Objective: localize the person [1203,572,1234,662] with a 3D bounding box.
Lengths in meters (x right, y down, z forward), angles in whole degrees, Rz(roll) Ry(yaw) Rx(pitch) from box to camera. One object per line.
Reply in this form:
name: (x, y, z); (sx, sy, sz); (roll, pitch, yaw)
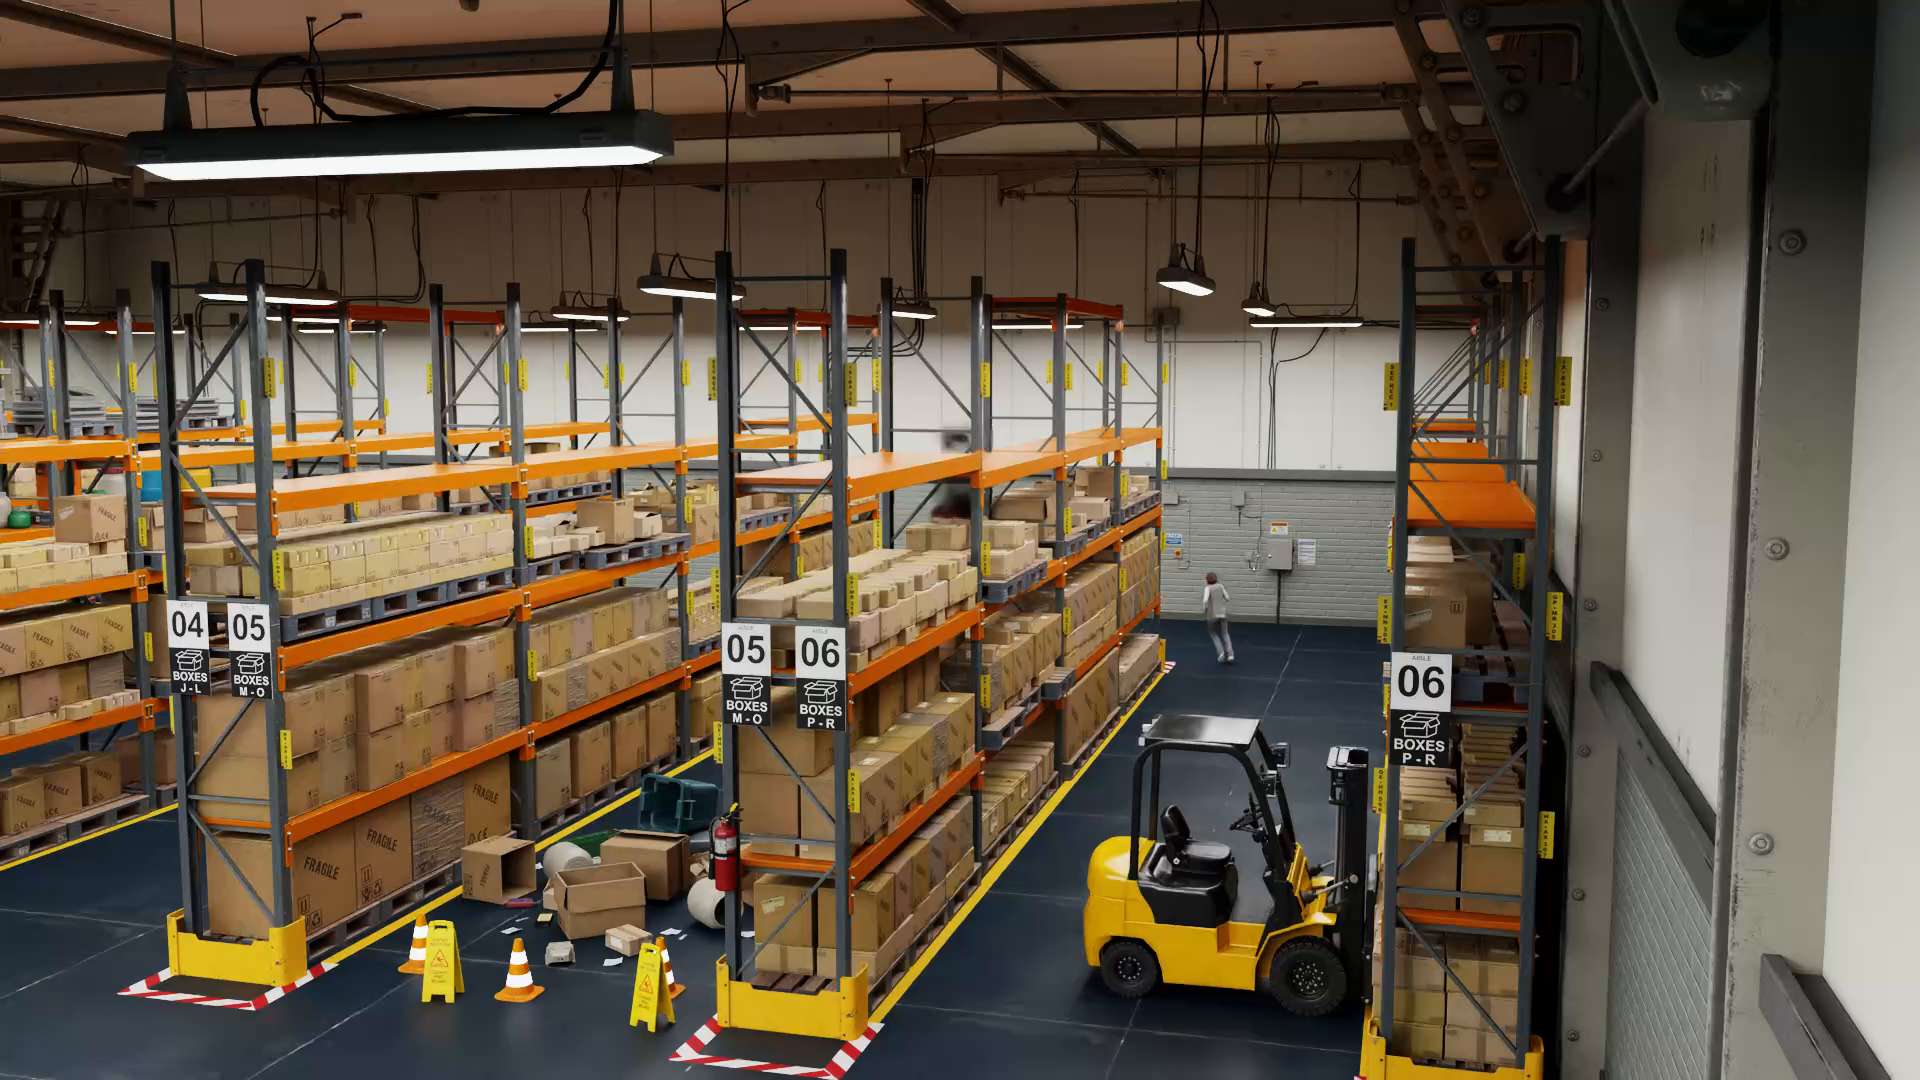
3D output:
person: (4.408, 1.352, 28.724); (0.561, 1.607, 0.673); (-1, 6, -9)
